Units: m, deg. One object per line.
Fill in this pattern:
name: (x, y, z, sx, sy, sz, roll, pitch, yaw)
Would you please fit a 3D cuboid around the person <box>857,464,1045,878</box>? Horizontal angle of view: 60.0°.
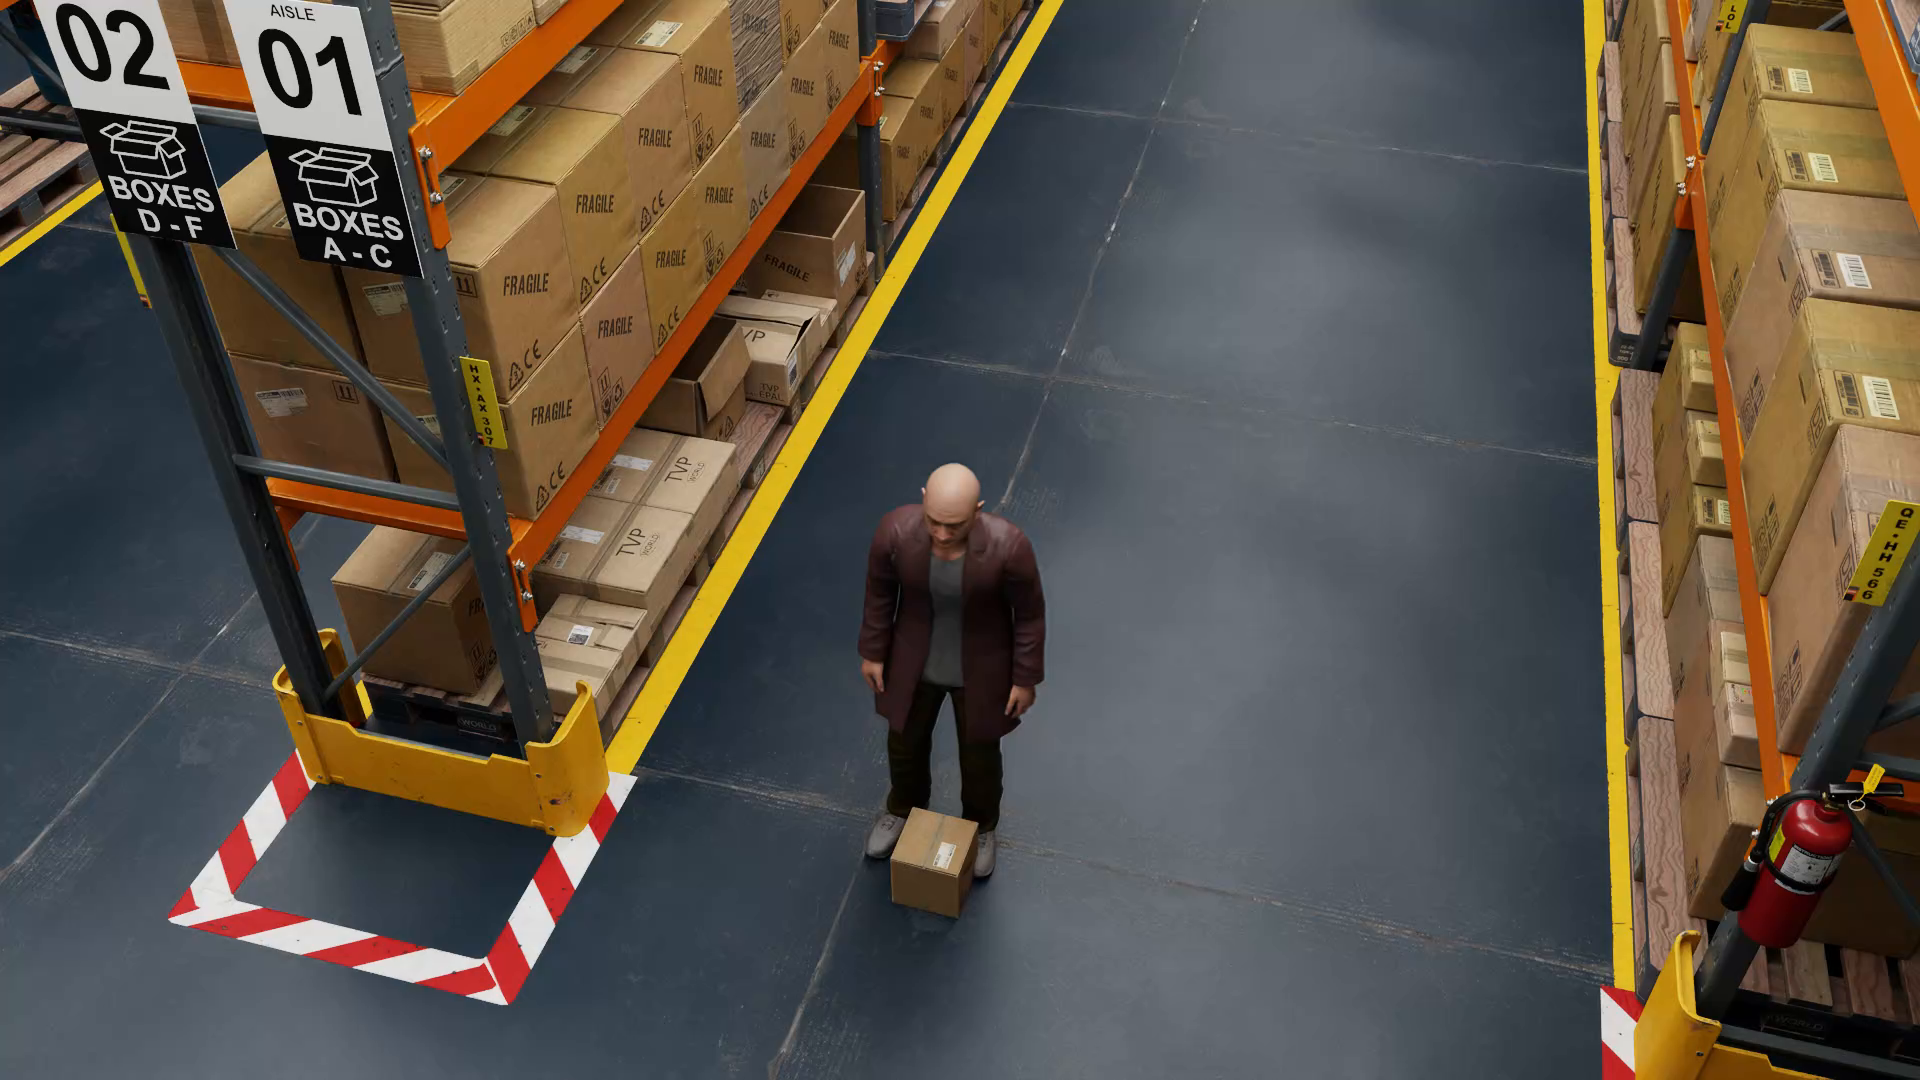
person: (-0.031, 0.427, 5.669, 0.651, 1.773, 0.417, 9, 41, 11)
